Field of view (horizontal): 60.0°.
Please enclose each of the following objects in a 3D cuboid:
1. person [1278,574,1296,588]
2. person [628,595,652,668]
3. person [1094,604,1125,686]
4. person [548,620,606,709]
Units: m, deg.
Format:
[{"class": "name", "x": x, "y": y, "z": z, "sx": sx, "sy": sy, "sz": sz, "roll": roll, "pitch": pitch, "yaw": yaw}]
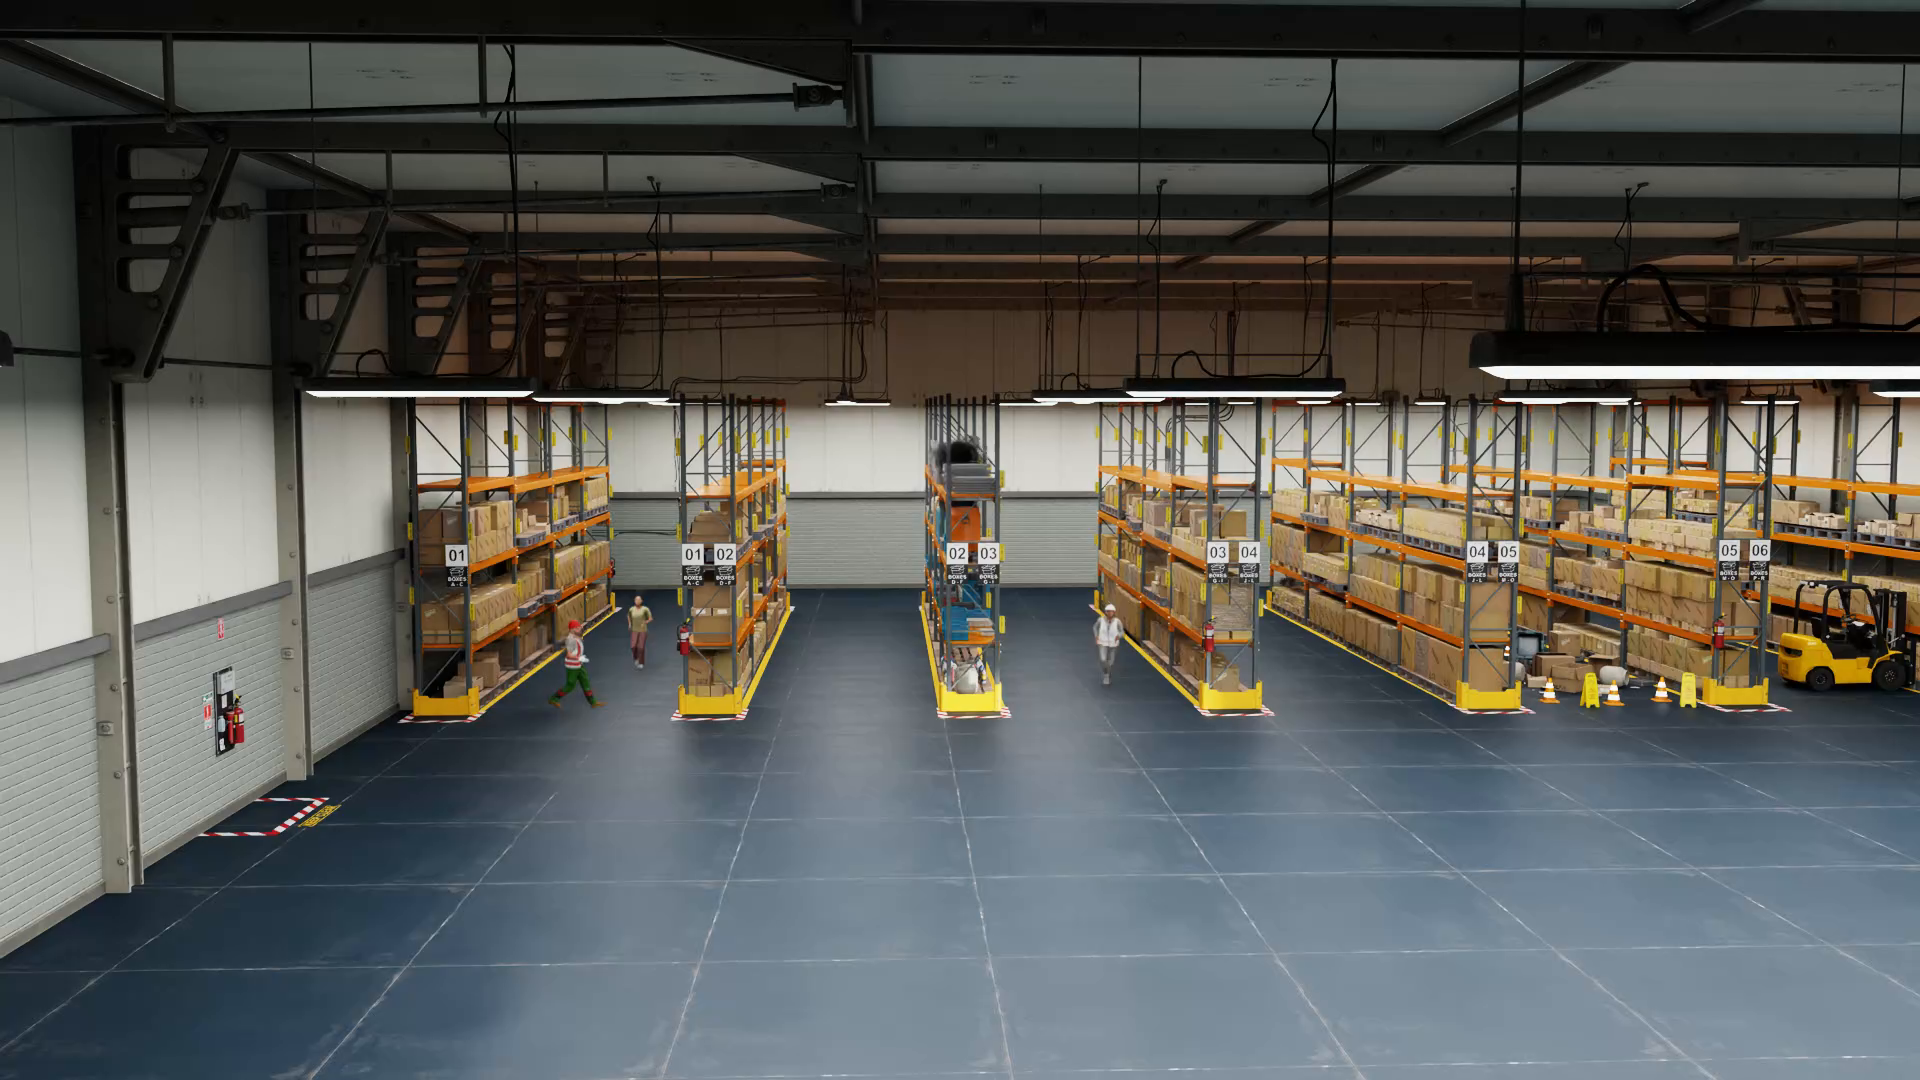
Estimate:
[{"class": "person", "x": 9.758, "y": 1.028, "z": 48.956, "sx": 0.683, "sy": 1.698, "sz": 0.693, "roll": -1, "pitch": 5, "yaw": -11}, {"class": "person", "x": -7.045, "y": 2.016, "z": 36.467, "sx": 0.579, "sy": 1.632, "sz": 0.544, "roll": 0, "pitch": 5, "yaw": 3}, {"class": "person", "x": 3.093, "y": 2.158, "z": 34.472, "sx": 0.630, "sy": 1.706, "sz": 0.881, "roll": 0, "pitch": 5, "yaw": 1}, {"class": "person", "x": -7.220, "y": 2.340, "z": 31.181, "sx": 1.059, "sy": 1.716, "sz": 0.720, "roll": 0, "pitch": 5, "yaw": -2}]
